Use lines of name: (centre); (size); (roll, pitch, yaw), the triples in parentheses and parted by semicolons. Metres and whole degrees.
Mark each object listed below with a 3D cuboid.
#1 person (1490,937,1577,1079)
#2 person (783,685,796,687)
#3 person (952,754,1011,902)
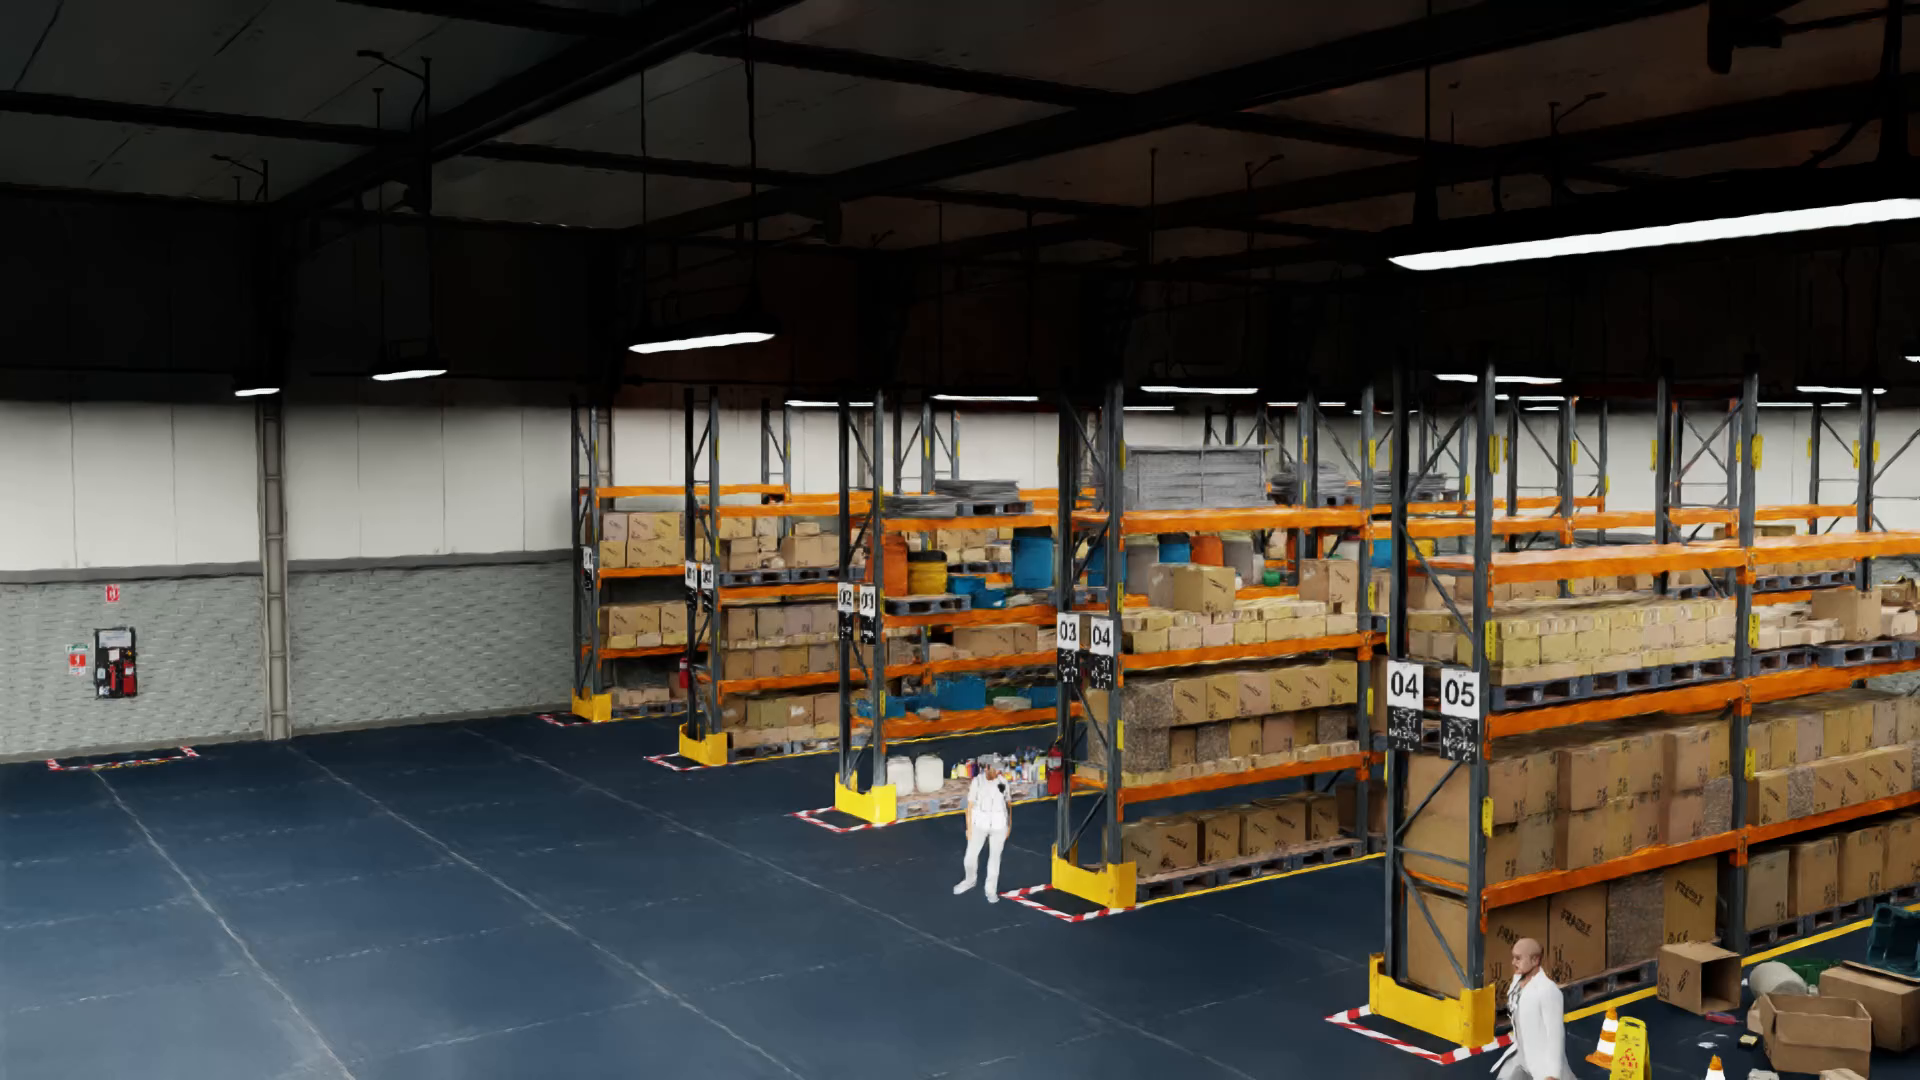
person: (4.020, 3.610, 11.543); (1.044, 1.727, 0.633); (-1, 4, -13)
person: (-3.226, 2.398, 31.206); (0.476, 1.759, 0.593); (2, 4, 26)
person: (0.249, 3.208, 18.614); (0.651, 1.656, 0.481); (0, 3, -5)
